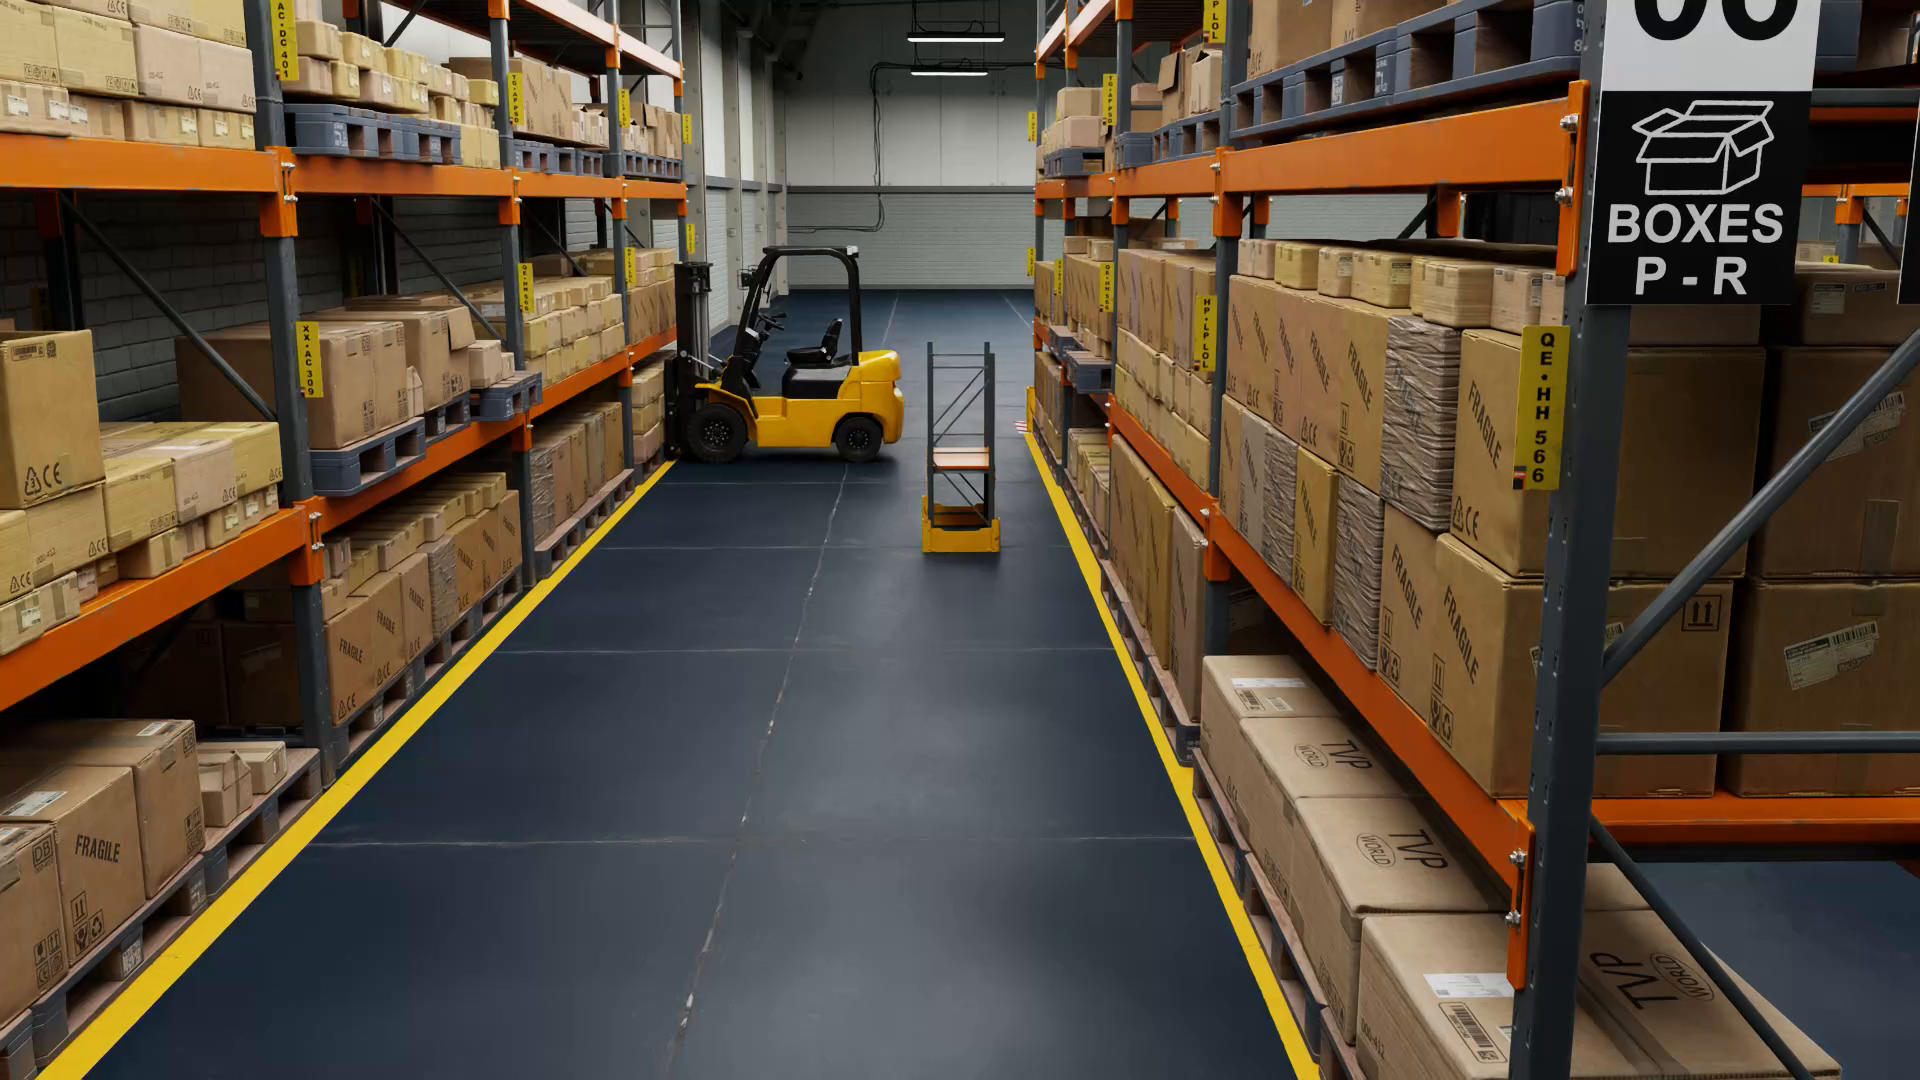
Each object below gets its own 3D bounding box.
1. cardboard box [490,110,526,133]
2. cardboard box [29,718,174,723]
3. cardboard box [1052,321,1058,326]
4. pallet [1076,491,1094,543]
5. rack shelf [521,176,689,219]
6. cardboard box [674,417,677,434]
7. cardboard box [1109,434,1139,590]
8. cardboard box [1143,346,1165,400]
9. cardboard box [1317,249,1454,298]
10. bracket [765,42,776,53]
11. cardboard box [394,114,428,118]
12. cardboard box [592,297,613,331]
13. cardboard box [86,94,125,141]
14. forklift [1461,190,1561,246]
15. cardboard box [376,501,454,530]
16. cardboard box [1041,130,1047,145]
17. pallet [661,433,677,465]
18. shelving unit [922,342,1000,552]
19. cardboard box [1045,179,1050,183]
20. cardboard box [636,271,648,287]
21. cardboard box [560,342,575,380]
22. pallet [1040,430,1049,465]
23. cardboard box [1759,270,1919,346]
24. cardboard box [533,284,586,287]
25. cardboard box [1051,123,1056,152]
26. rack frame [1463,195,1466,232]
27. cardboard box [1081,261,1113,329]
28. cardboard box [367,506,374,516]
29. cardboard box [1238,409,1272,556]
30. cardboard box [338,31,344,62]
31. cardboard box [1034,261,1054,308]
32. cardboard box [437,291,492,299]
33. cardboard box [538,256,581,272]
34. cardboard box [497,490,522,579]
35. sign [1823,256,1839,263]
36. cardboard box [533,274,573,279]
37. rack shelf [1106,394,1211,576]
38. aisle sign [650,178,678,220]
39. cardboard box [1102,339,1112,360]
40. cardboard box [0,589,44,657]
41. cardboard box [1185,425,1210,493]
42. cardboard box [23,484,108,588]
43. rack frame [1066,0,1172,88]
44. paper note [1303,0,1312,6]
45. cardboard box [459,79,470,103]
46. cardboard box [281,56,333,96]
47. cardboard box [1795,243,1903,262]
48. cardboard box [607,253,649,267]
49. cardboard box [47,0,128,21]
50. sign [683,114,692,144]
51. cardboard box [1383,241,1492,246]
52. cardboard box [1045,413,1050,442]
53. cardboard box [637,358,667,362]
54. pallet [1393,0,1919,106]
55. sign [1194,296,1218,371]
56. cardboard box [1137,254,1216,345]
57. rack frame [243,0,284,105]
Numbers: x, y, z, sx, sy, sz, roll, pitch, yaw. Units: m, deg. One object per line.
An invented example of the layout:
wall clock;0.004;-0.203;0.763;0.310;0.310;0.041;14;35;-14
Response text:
cardboard box;-3.137;-2.826;11.178;0.380;0.166;0.250;0;11;-1
cardboard box;-3.573;0.895;6.811;0.500;0.311;0.500;0;11;1
cardboard box;1.111;-2.102;16.509;0.380;0.149;0.250;0;11;-2
pallet;1.492;-0.196;13.496;1.003;0.211;1.213;0;11;-1
rack shelf;-3.558;-3.455;16.809;1.077;0.370;4.000;0;11;-1
cardboard box;-3.238;-1.199;17.287;0.500;0.250;0.500;0;11;1
cardboard box;1.460;-0.193;10.752;0.875;0.875;0.875;0;11;-2
cardboard box;1.297;-0.933;9.232;0.500;0.250;0.500;0;11;0
cardboard box;1.371;-0.861;5.360;0.380;0.149;0.250;0;11;-1
bracket;-4.618;-11.987;40.457;0.235;0.232;0.430;0;11;-1
cardboard box;-3.185;-2.411;9.230;0.380;0.149;0.250;0;11;1
cardboard box;-3.233;-1.912;14.061;0.500;0.250;0.500;-1;11;-3
cardboard box;-3.073;-1.422;5.611;0.380;0.149;0.250;0;11;1
forklift;4.544;-1.361;12.398;3.031;2.935;1.130;-2;12;-8
cardboard box;-3.206;-0.137;9.791;0.380;0.149;0.250;0;11;-2
cardboard box;1.062;-4.272;17.654;0.380;0.149;0.250;0;11;-1
pallet;-3.519;-0.975;17.332;1.003;0.211;1.213;0;11;-1
shelving unit;-0.002;-0.750;12.985;0.587;1.500;1.083;0;11;-1
cardboard box;1.077;-3.779;17.229;0.380;0.149;0.250;0;11;-1
cardboard box;-3.231;-2.524;16.071;0.380;0.149;0.250;0;11;0
cardboard box;-3.221;-1.363;12.609;0.500;0.250;0.500;-1;11;-3
pallet;1.369;-0.971;17.313;1.003;0.211;1.213;0;11;-1
cardboard box;1.964;-0.504;3.602;0.380;0.149;0.250;0;11;0
cardboard box;-3.231;-1.986;13.420;0.380;0.149;0.250;0;11;-1
cardboard box;1.058;-3.445;14.274;0.500;0.250;0.500;-1;11;-3
rack frame;6.311;-2.796;19.299;1.000;3.000;0.127;0;11;-1
cardboard box;1.208;-1.859;12.620;0.500;0.500;0.500;-1;12;-5
cardboard box;-3.758;-0.182;10.011;0.380;0.149;0.250;-1;11;-4
cardboard box;1.366;-0.225;6.373;0.500;0.500;0.500;0;11;-1
cardboard box;-2.995;-2.211;7.444;0.380;0.149;0.250;0;11;0
cardboard box;1.096;-2.855;18.590;0.500;0.500;0.500;0;11;-2
cardboard box;-3.706;-1.779;12.403;0.380;0.149;0.250;0;11;-1
cardboard box;-3.807;-2.617;15.785;0.380;0.149;0.250;0;11;-2
cardboard box;-3.210;-0.042;10.954;0.500;0.500;0.500;0;11;0
sign;5.921;-1.771;11.331;0.100;0.325;0.005;0;11;-1
cardboard box;-3.780;-2.370;15.311;0.380;0.149;0.250;0;11;-1
rack shelf;1.570;-0.416;9.373;1.077;0.370;4.000;0;11;-1
aisle sign;-3.307;-4.023;18.807;0.394;0.787;0.004;0;11;-1
cardboard box;1.209;-1.366;11.822;0.380;0.149;0.250;0;11;0
cardboard box;-2.978;0.246;4.934;0.380;0.149;0.250;-1;11;-3
cardboard box;1.350;-0.385;7.791;0.500;0.250;0.500;-1;11;-3
cardboard box;-3.064;-0.020;5.245;0.500;0.250;0.500;-1;11;-3
rack frame;1.446;-4.901;14.584;1.000;3.000;0.127;0;11;-1
paper note;1.069;-1.668;5.128;0.006;0.032;0.123;0;11;-1
cardboard box;-3.231;-2.762;10.213;0.380;0.149;0.250;-1;11;-3
cardboard box;-2.959;-2.012;7.213;0.380;0.149;0.250;0;11;0
cardboard box;6.465;-1.935;12.286;0.700;0.500;0.500;0;11;-2
cardboard box;-3.355;-2.822;16.795;0.380;0.149;0.250;0;11;-1
cardboard box;-3.078;-1.836;5.391;0.500;0.250;0.500;0;11;0
sign;-3.056;-4.600;18.614;0.100;0.325;0.005;0;11;-1
cardboard box;1.829;-1.065;6.367;0.380;0.149;0.250;0;11;-1
cardboard box;1.139;-1.142;17.006;0.500;0.250;0.500;0;11;0
cardboard box;-3.241;-1.791;17.688;0.500;0.250;0.500;0;11;0
pallet;1.669;-1.150;3.860;1.003;0.211;1.213;0;11;-1
sign;1.069;-0.895;7.214;0.100;0.325;0.005;0;11;-1
cardboard box;1.310;-1.404;9.670;0.500;0.500;0.500;0;11;0
rack frame;-3.351;-3.290;6.641;1.000;3.000;0.127;0;11;-1
